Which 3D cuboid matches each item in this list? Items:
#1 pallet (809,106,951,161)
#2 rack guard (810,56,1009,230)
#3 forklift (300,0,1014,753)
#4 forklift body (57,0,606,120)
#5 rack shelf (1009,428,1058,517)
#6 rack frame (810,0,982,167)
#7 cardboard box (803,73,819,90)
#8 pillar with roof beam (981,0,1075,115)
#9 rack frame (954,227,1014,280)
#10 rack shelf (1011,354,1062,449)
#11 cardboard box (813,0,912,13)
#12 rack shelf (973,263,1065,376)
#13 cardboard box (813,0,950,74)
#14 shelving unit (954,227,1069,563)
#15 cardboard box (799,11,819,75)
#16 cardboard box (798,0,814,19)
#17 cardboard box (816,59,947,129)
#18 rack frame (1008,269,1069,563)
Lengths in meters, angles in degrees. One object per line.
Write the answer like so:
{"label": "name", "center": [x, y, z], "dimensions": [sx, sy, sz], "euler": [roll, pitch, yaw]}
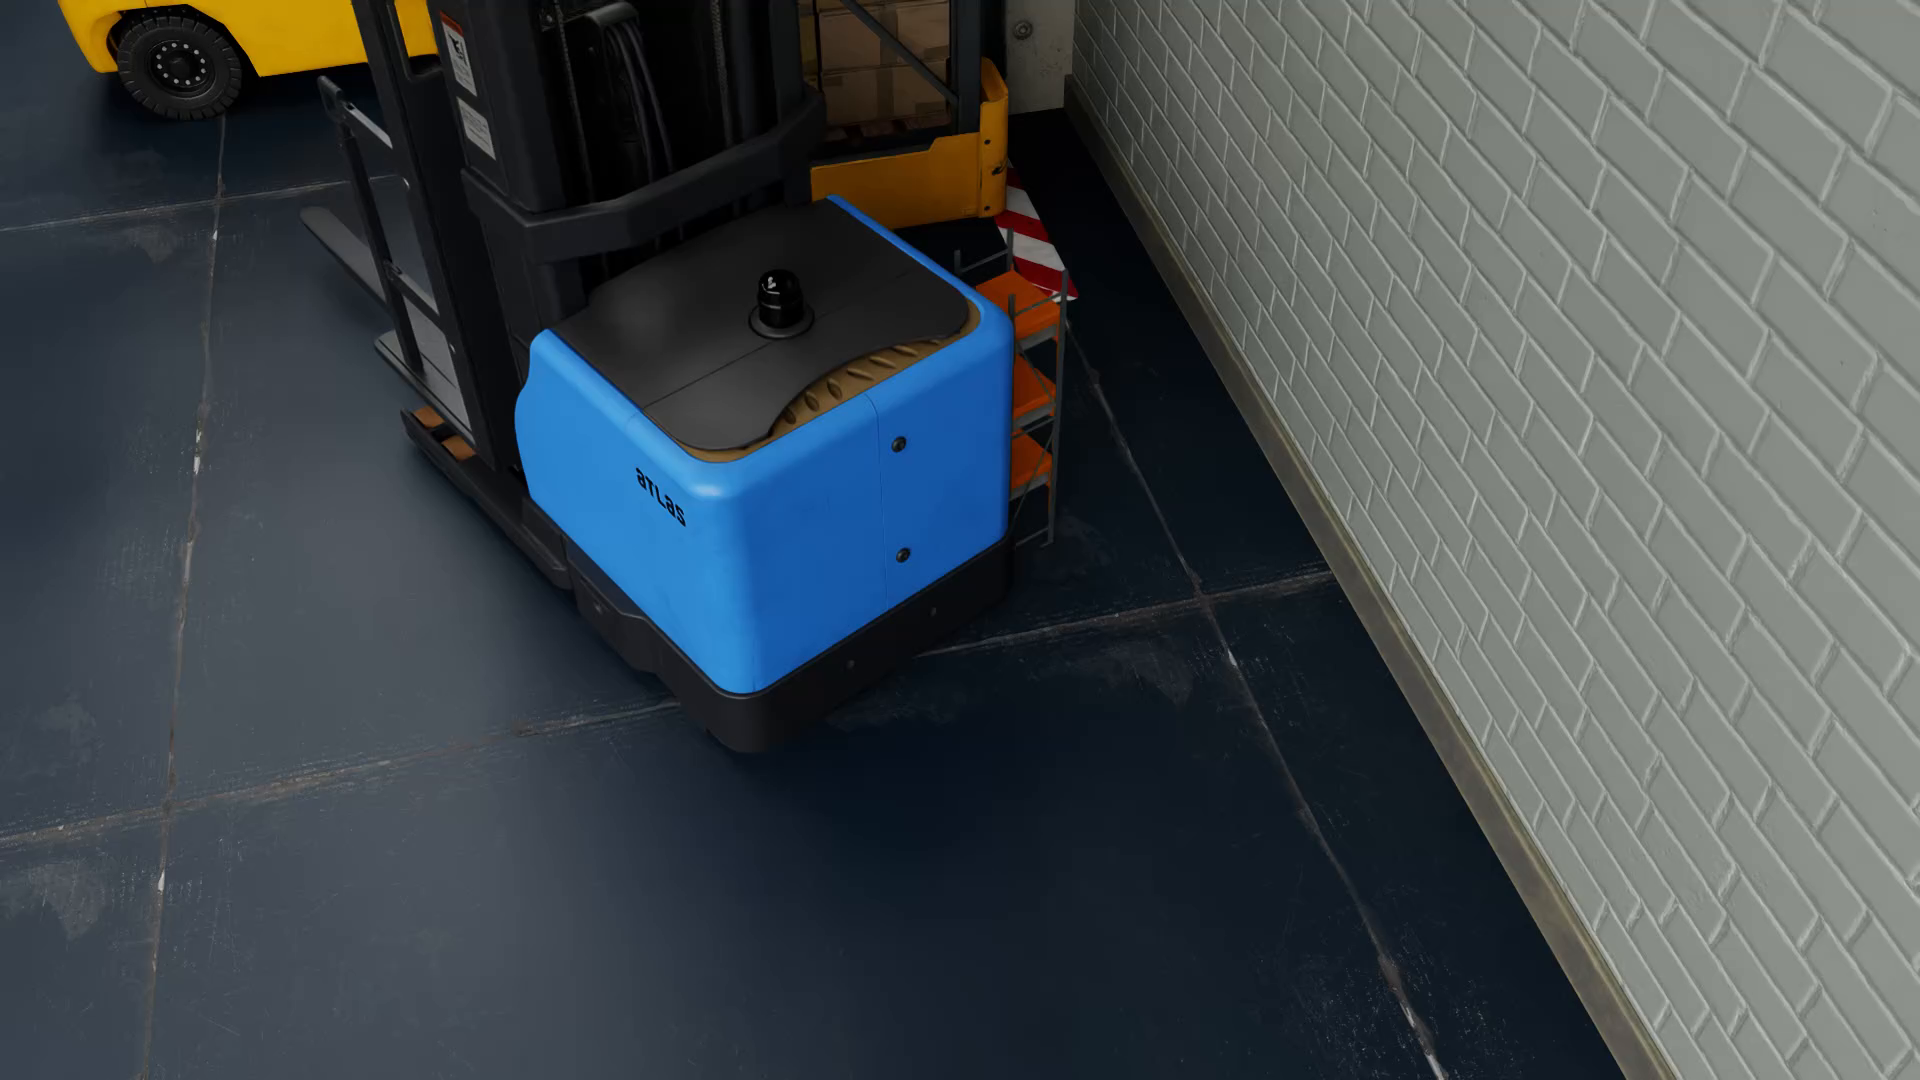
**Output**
{"label": "pallet", "center": [-0.655, -1.900, 6.964], "dimensions": [1.003, 0.211, 1.213], "euler": [-11, 47, -10]}
{"label": "rack guard", "center": [-0.413, -1.464, 6.335], "dimensions": [1.175, 0.500, 0.348], "euler": [-11, 47, -10]}
{"label": "forklift", "center": [-1.188, -1.419, 4.589], "dimensions": [1.130, 2.935, 3.031], "euler": [-32, 54, -27]}
{"label": "forklift body", "center": [-2.668, -3.034, 6.717], "dimensions": [2.313, 2.155, 1.214], "euler": [-11, 47, -10]}
{"label": "rack shelf", "center": [0.138, -0.190, 5.104], "dimensions": [0.215, 0.259, 0.240], "euler": [-28, 52, -25]}
{"label": "rack frame", "center": [-0.419, -2.355, 5.458], "dimensions": [1.000, 3.000, 0.127], "euler": [-11, 47, -10]}
{"label": "cardboard box", "center": [-0.845, -1.807, 6.551], "dimensions": [0.500, 0.250, 0.500], "euler": [-10, 46, -10]}
{"label": "pillar with roof beam", "center": [-3.888, -4.314, 3.177], "dimensions": [9.100, 9.000, 0.400], "euler": [-11, 47, -10]}
{"label": "rack frame", "center": [0.066, -0.462, 4.967], "dimensions": [0.200, 1.050, 0.008], "euler": [-28, 52, -25]}
{"label": "rack shelf", "center": [0.139, -0.385, 4.906], "dimensions": [0.215, 0.259, 0.240], "euler": [-28, 52, -25]}
{"label": "cardboard box", "center": [-0.359, -2.256, 6.292], "dimensions": [0.500, 0.250, 0.500], "euler": [-11, 47, -11]}
{"label": "rack shelf", "center": [0.139, -0.584, 4.704], "dimensions": [0.215, 0.259, 0.240], "euler": [-28, 52, -25]}
{"label": "cardboard box", "center": [-0.339, -2.078, 6.467], "dimensions": [0.500, 0.250, 0.500], "euler": [-10, 46, -10]}
{"label": "shelving unit", "center": [0.139, -0.392, 4.899], "dimensions": [0.215, 1.050, 0.252], "euler": [-28, 52, -25]}
{"label": "cardboard box", "center": [-0.846, -1.994, 6.385], "dimensions": [0.500, 0.250, 0.500], "euler": [-11, 47, -11]}
{"label": "cardboard box", "center": [-0.838, -2.151, 6.189], "dimensions": [0.500, 0.250, 0.500], "euler": [-9, 46, -9]}
{"label": "cardboard box", "center": [-0.356, -1.915, 6.658], "dimensions": [0.500, 0.250, 0.500], "euler": [-11, 47, -10]}
{"label": "rack frame", "center": [0.211, -0.322, 4.830], "dimensions": [0.200, 1.050, 0.008], "euler": [-28, 52, -25]}
